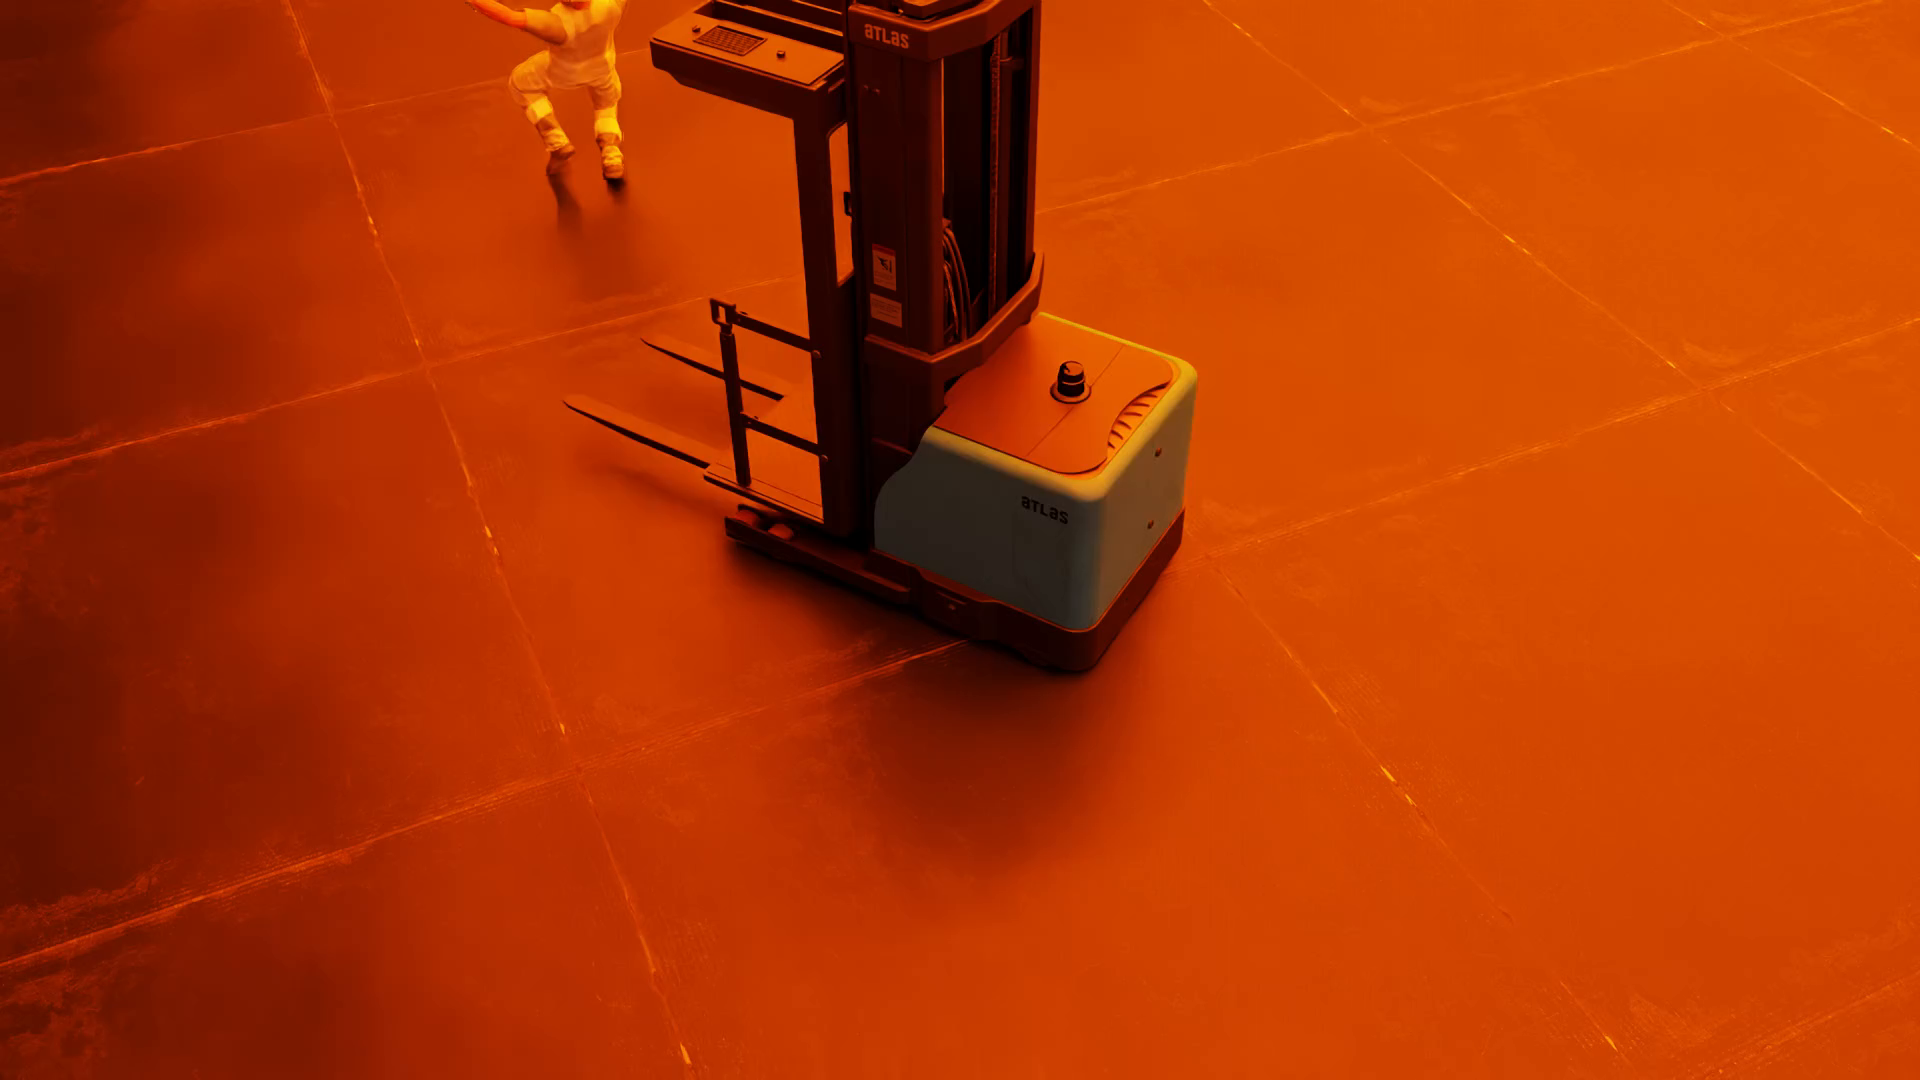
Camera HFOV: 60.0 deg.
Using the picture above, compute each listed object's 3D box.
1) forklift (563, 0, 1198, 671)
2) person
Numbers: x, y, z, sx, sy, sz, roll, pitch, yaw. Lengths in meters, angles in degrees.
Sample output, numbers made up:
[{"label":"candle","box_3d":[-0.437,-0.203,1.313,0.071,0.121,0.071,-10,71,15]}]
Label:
[{"label":"forklift","box_3d":[-0.503,-1.267,7.038,3.031,2.935,1.130,22,47,22]},{"label":"person","box_3d":[-2.405,-2.794,9.610,1.087,1.683,0.822,-22,47,-22]}]
